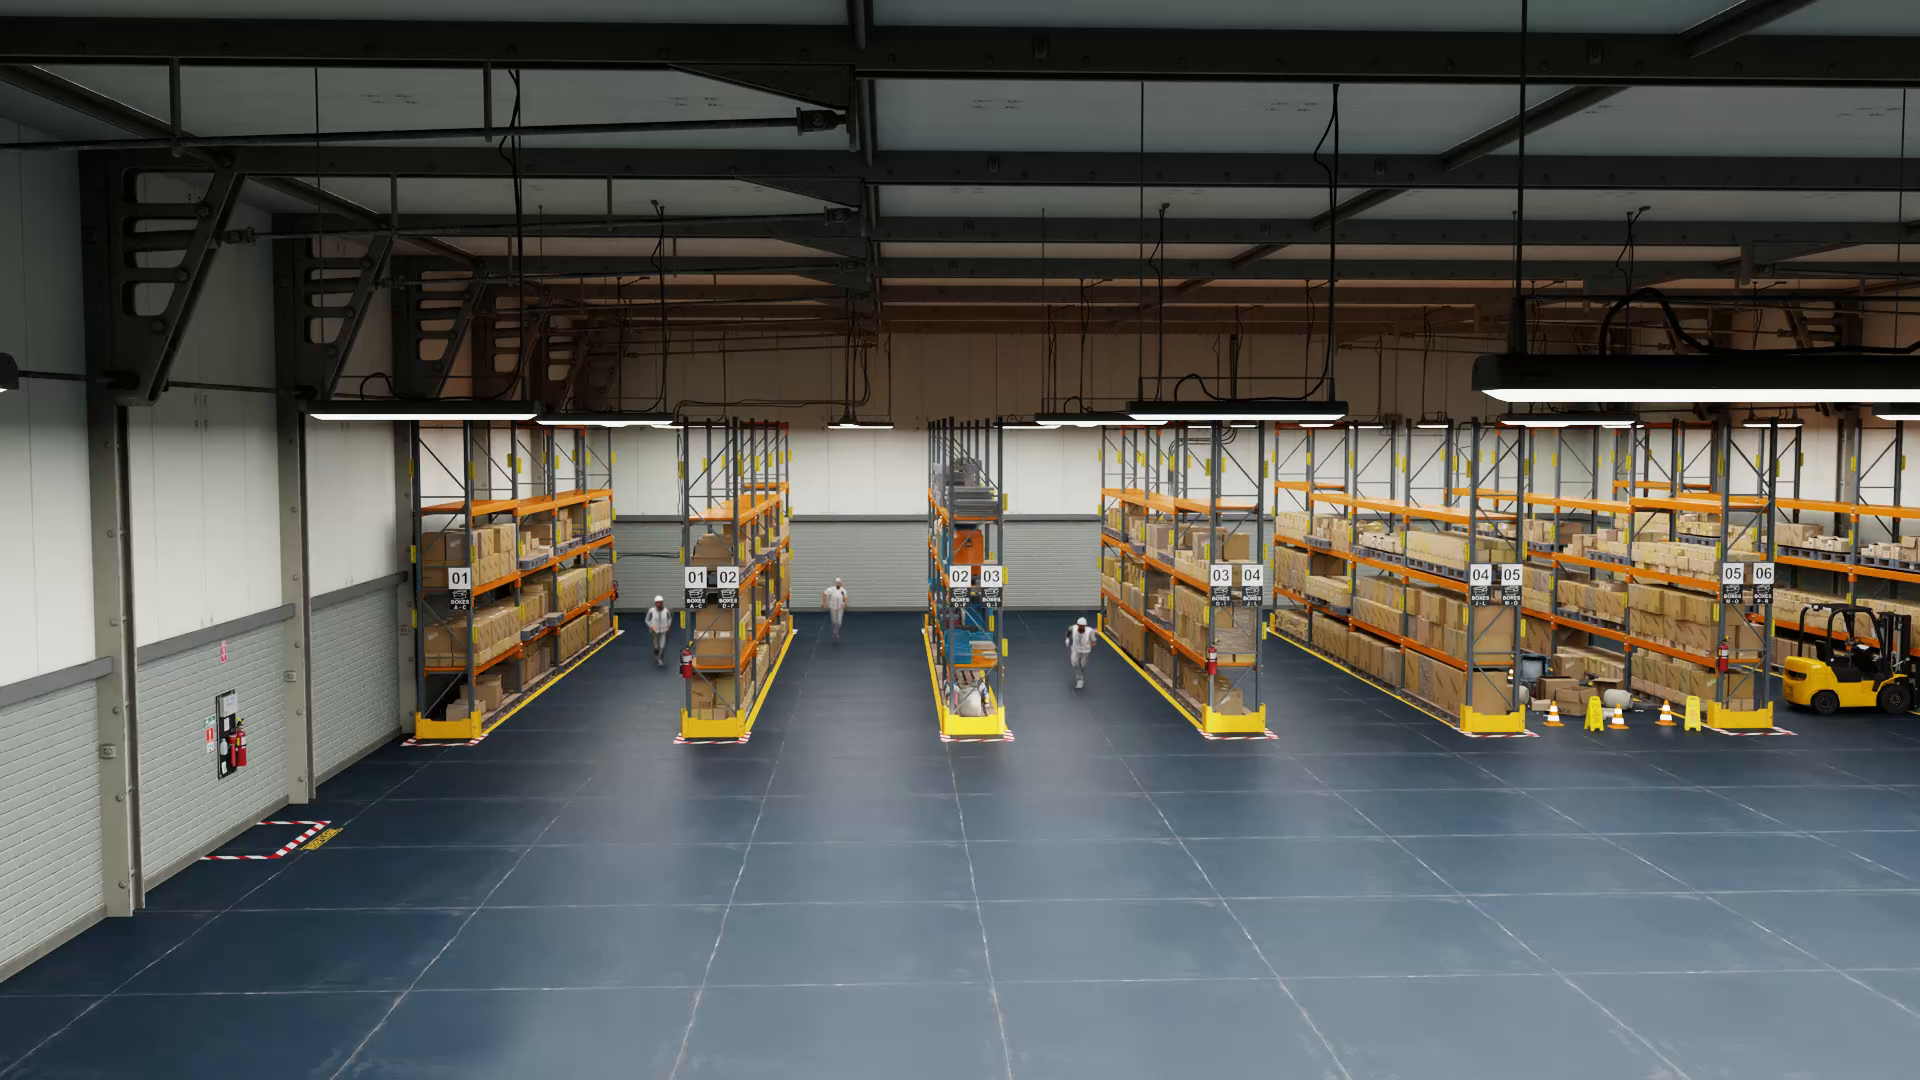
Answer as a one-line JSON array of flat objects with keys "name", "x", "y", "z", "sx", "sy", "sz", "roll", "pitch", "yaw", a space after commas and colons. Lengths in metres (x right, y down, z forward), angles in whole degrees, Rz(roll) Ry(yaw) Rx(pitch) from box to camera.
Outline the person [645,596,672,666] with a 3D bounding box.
[{"name": "person", "x": -7.390, "y": 2.215, "z": 40.803, "sx": 0.659, "sy": 1.709, "sz": 0.629, "roll": -1, "pitch": 4, "yaw": -13}]

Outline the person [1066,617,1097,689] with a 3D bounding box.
[{"name": "person", "x": 2.702, "y": 2.480, "z": 37.113, "sx": 0.713, "sy": 1.588, "sz": 1.121, "roll": 0, "pitch": 4, "yaw": 7}]

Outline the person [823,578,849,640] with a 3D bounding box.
[{"name": "person", "x": -3.282, "y": 1.833, "z": 44.003, "sx": 0.686, "sy": 1.656, "sz": 0.551, "roll": -1, "pitch": 4, "yaw": -13}]
